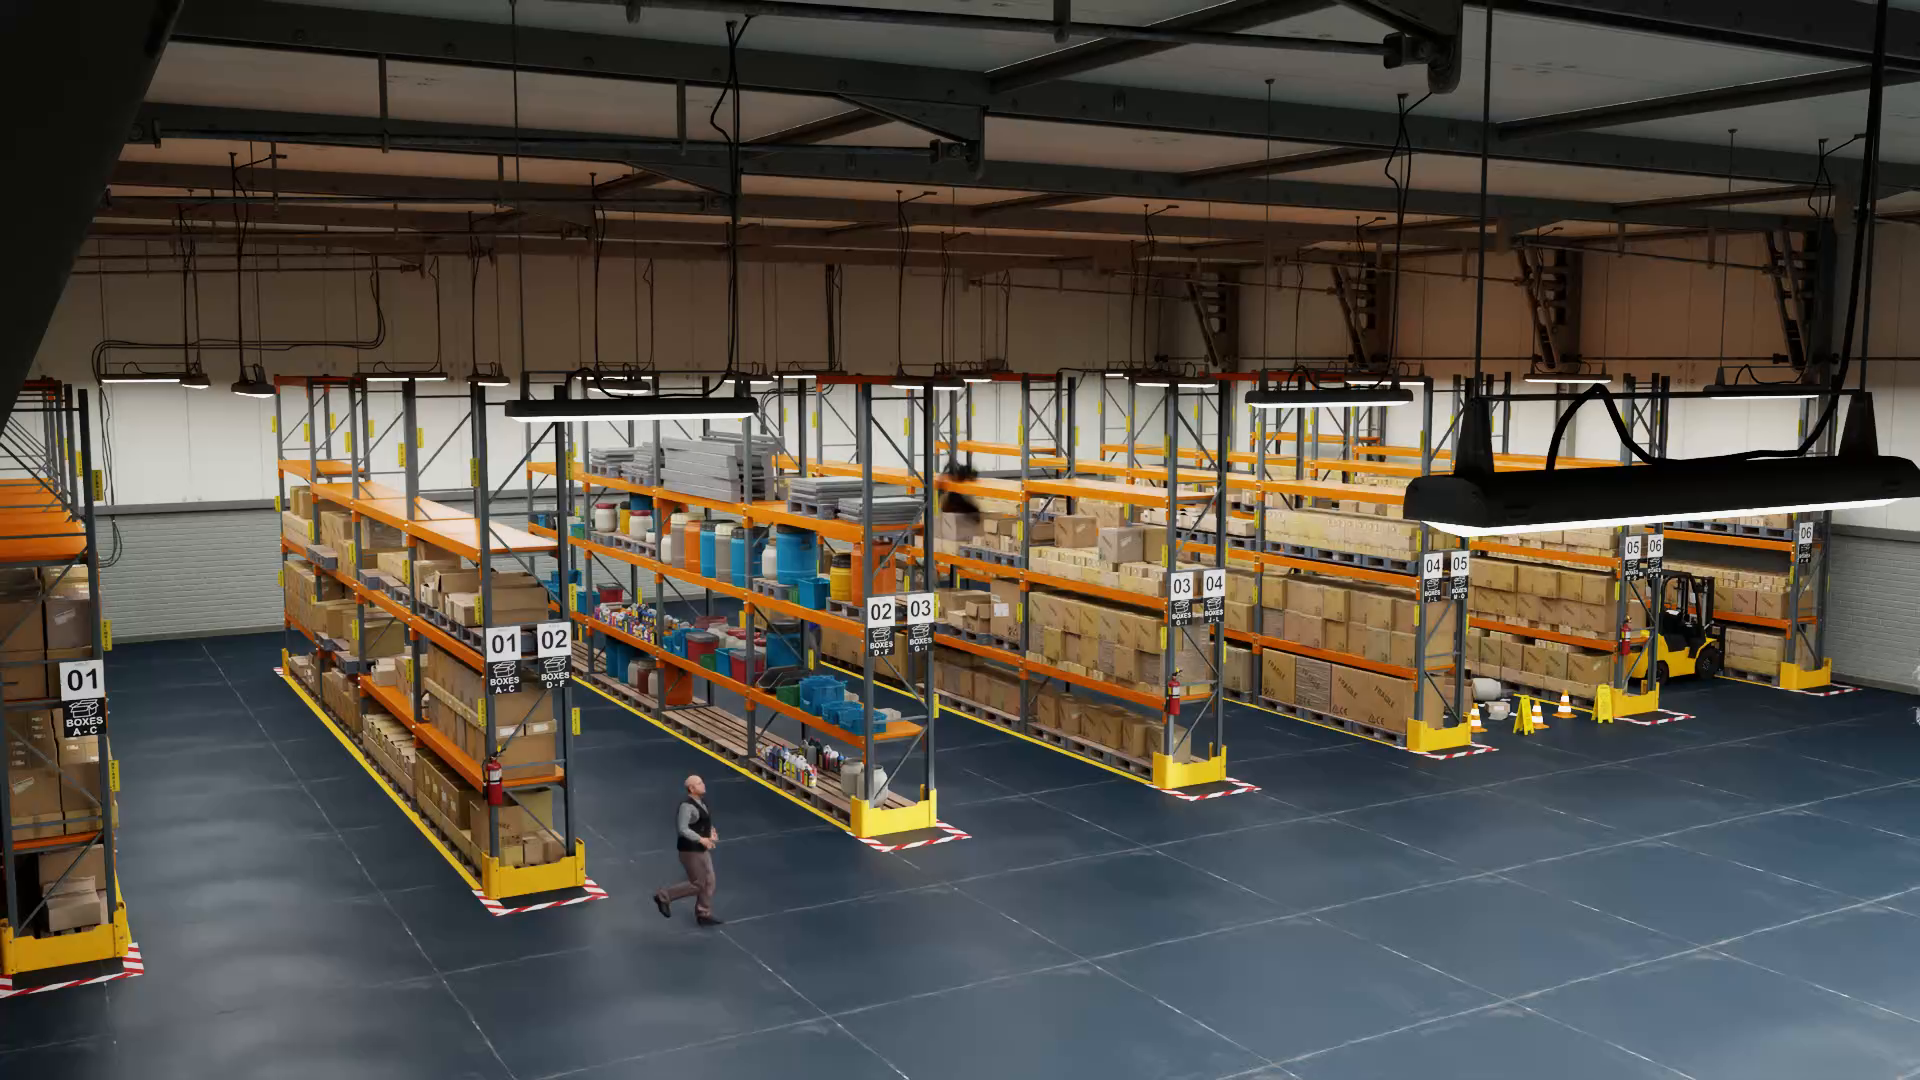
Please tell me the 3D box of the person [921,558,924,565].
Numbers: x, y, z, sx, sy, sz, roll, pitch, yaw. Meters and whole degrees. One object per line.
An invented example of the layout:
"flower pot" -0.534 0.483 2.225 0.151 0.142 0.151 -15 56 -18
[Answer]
"person" -0.776 0.891 41.886 0.698 1.725 0.805 6 9 44

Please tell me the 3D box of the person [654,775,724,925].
"person" -3.030 3.468 18.624 0.747 1.713 0.668 0 6 3

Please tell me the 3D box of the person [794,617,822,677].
"person" -2.773 1.835 31.476 0.569 1.678 0.886 -5 8 -40
